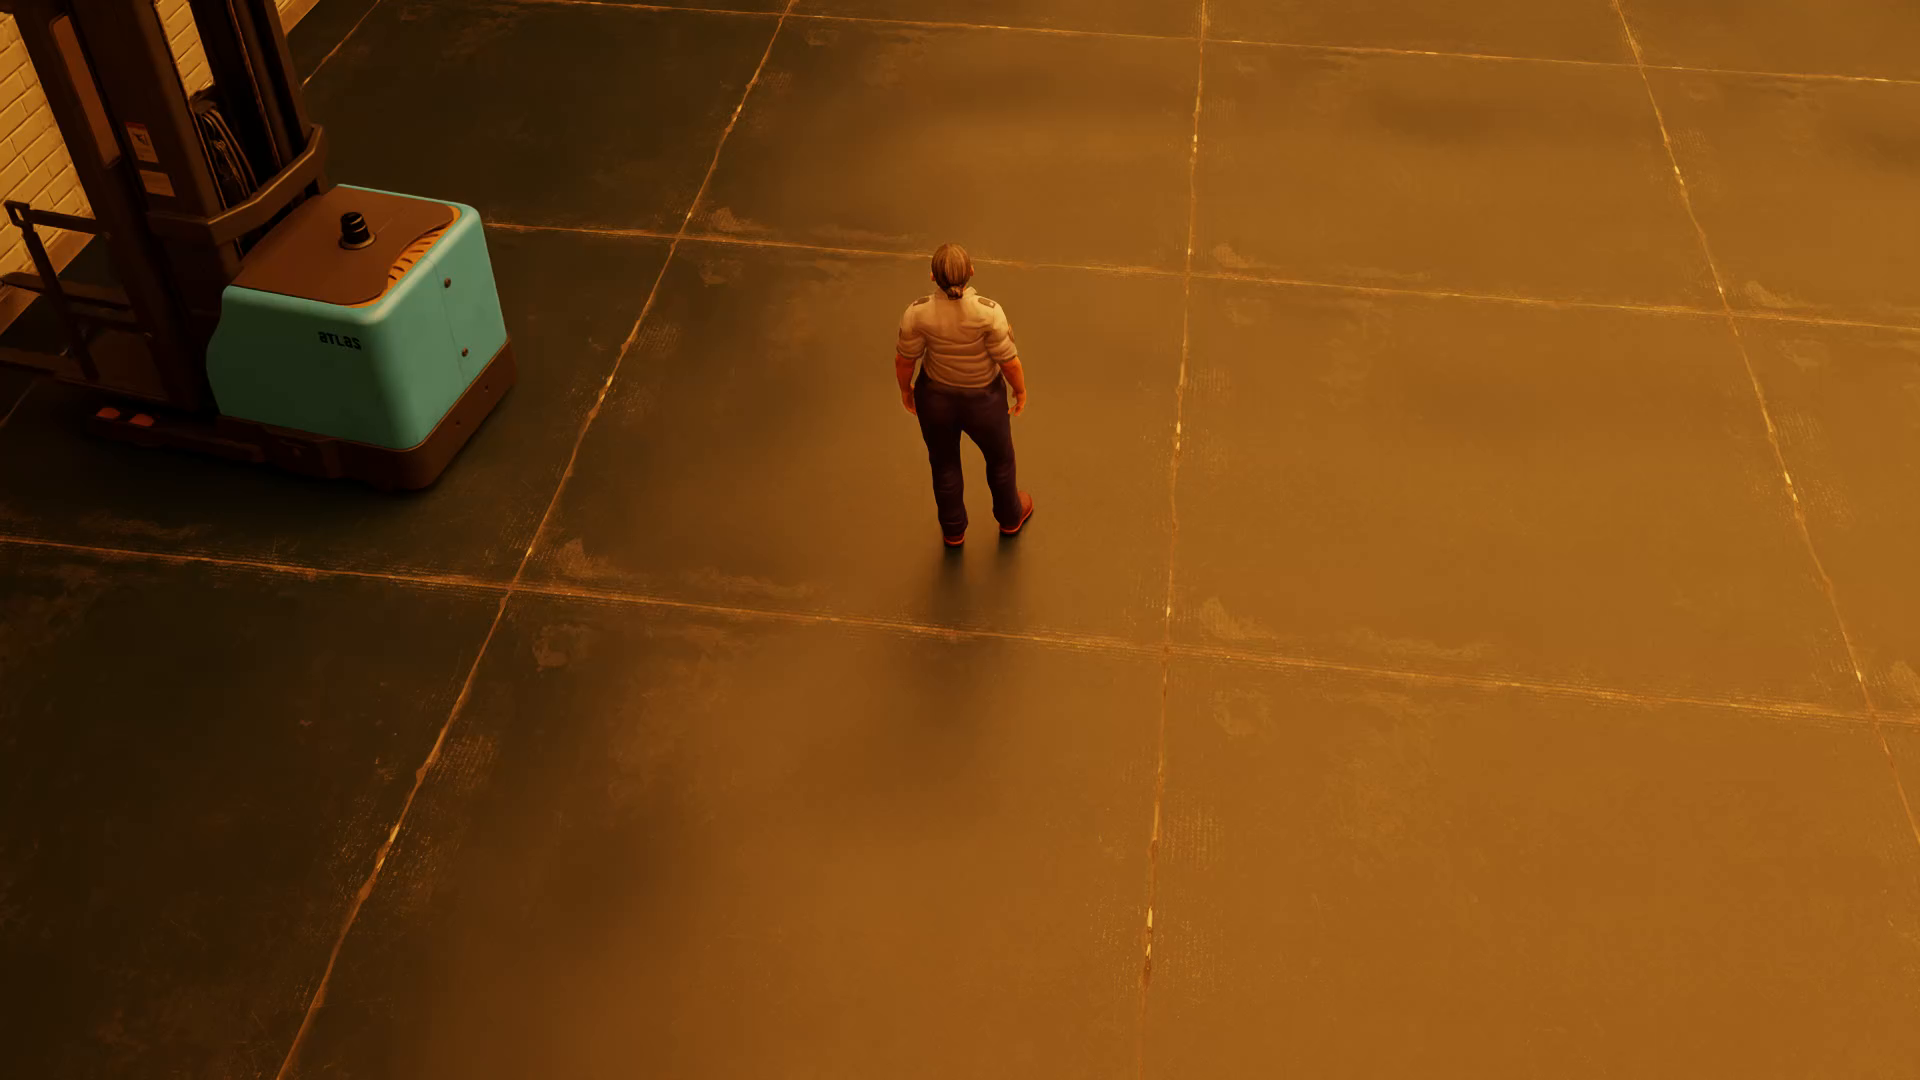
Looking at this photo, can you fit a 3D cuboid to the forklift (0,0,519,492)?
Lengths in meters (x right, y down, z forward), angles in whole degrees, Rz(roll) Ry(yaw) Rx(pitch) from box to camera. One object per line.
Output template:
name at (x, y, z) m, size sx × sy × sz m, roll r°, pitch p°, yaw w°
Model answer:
forklift at (-3.892, -1.880, 7.771) m, size 3.031 × 2.935 × 1.130 m, roll 11°, pitch 44°, yaw 12°

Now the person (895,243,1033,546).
person at (0.034, -0.670, 7.391) m, size 0.599 × 1.650 × 0.503 m, roll 5°, pitch 43°, yaw 6°
